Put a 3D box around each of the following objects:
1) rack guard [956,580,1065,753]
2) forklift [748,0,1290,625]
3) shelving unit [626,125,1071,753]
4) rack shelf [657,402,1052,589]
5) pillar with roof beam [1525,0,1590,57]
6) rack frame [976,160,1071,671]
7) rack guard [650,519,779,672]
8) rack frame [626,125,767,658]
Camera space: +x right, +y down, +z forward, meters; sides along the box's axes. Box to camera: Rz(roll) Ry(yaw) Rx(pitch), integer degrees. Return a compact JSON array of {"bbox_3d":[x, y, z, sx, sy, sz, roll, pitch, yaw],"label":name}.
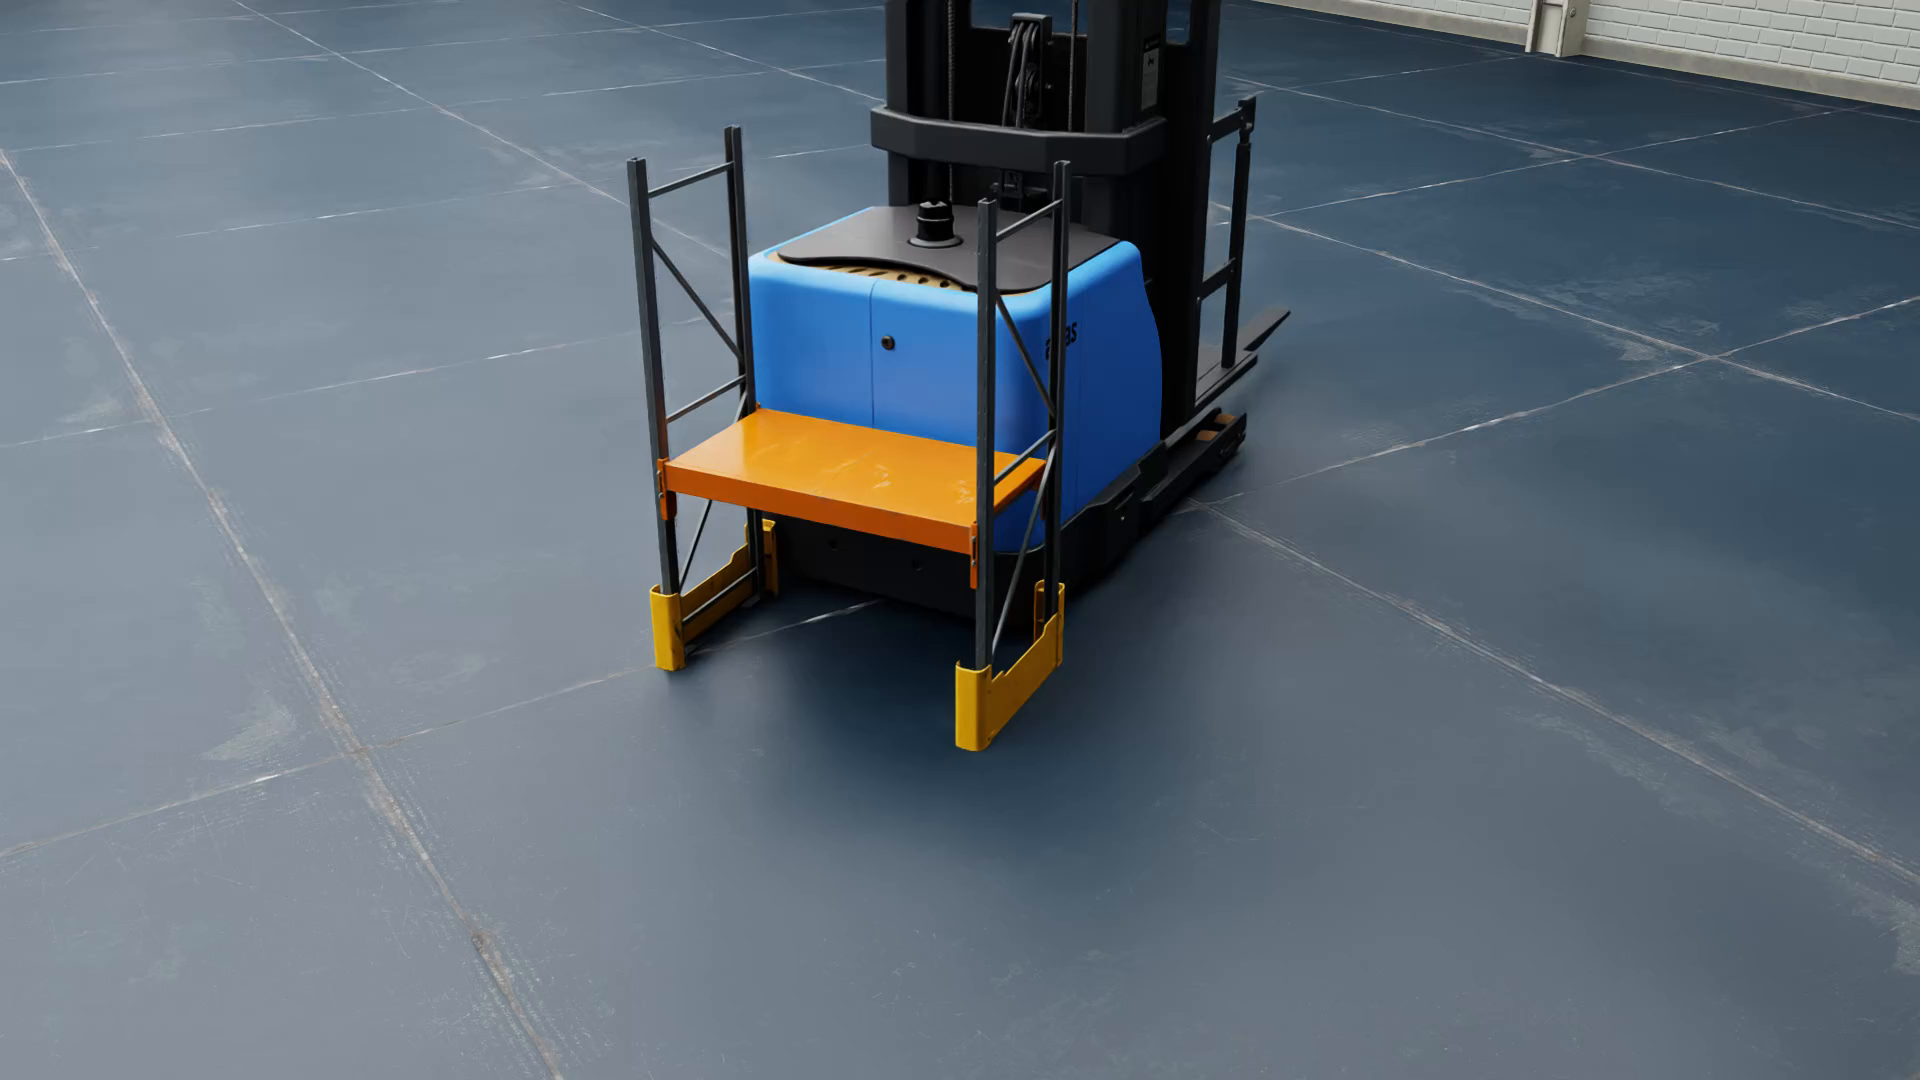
[{"bbox_3d":[0.148,0.348,4.720,0.087,0.250,0.587,12,28,24],"label":"rack guard"},{"bbox_3d":[0.456,-1.660,5.832,1.130,2.935,3.031,13,28,25],"label":"forklift"},{"bbox_3d":[-0.299,-0.311,4.652,1.083,1.500,0.587,12,28,24],"label":"shelving unit"},{"bbox_3d":[-0.291,-0.147,4.725,1.000,0.185,0.538,12,28,24],"label":"rack shelf"},{"bbox_3d":[1.803,-7.509,11.114,9.100,9.000,0.400,-16,29,-30],"label":"pillar with roof beam"},{"bbox_3d":[0.165,-0.213,4.445,0.032,1.500,0.500,12,28,24],"label":"rack frame"},{"bbox_3d":[-0.746,0.160,5.118,0.087,0.250,0.587,12,28,24],"label":"rack guard"},{"bbox_3d":[-0.747,-0.405,4.851,0.032,1.500,0.500,12,28,24],"label":"rack frame"}]
